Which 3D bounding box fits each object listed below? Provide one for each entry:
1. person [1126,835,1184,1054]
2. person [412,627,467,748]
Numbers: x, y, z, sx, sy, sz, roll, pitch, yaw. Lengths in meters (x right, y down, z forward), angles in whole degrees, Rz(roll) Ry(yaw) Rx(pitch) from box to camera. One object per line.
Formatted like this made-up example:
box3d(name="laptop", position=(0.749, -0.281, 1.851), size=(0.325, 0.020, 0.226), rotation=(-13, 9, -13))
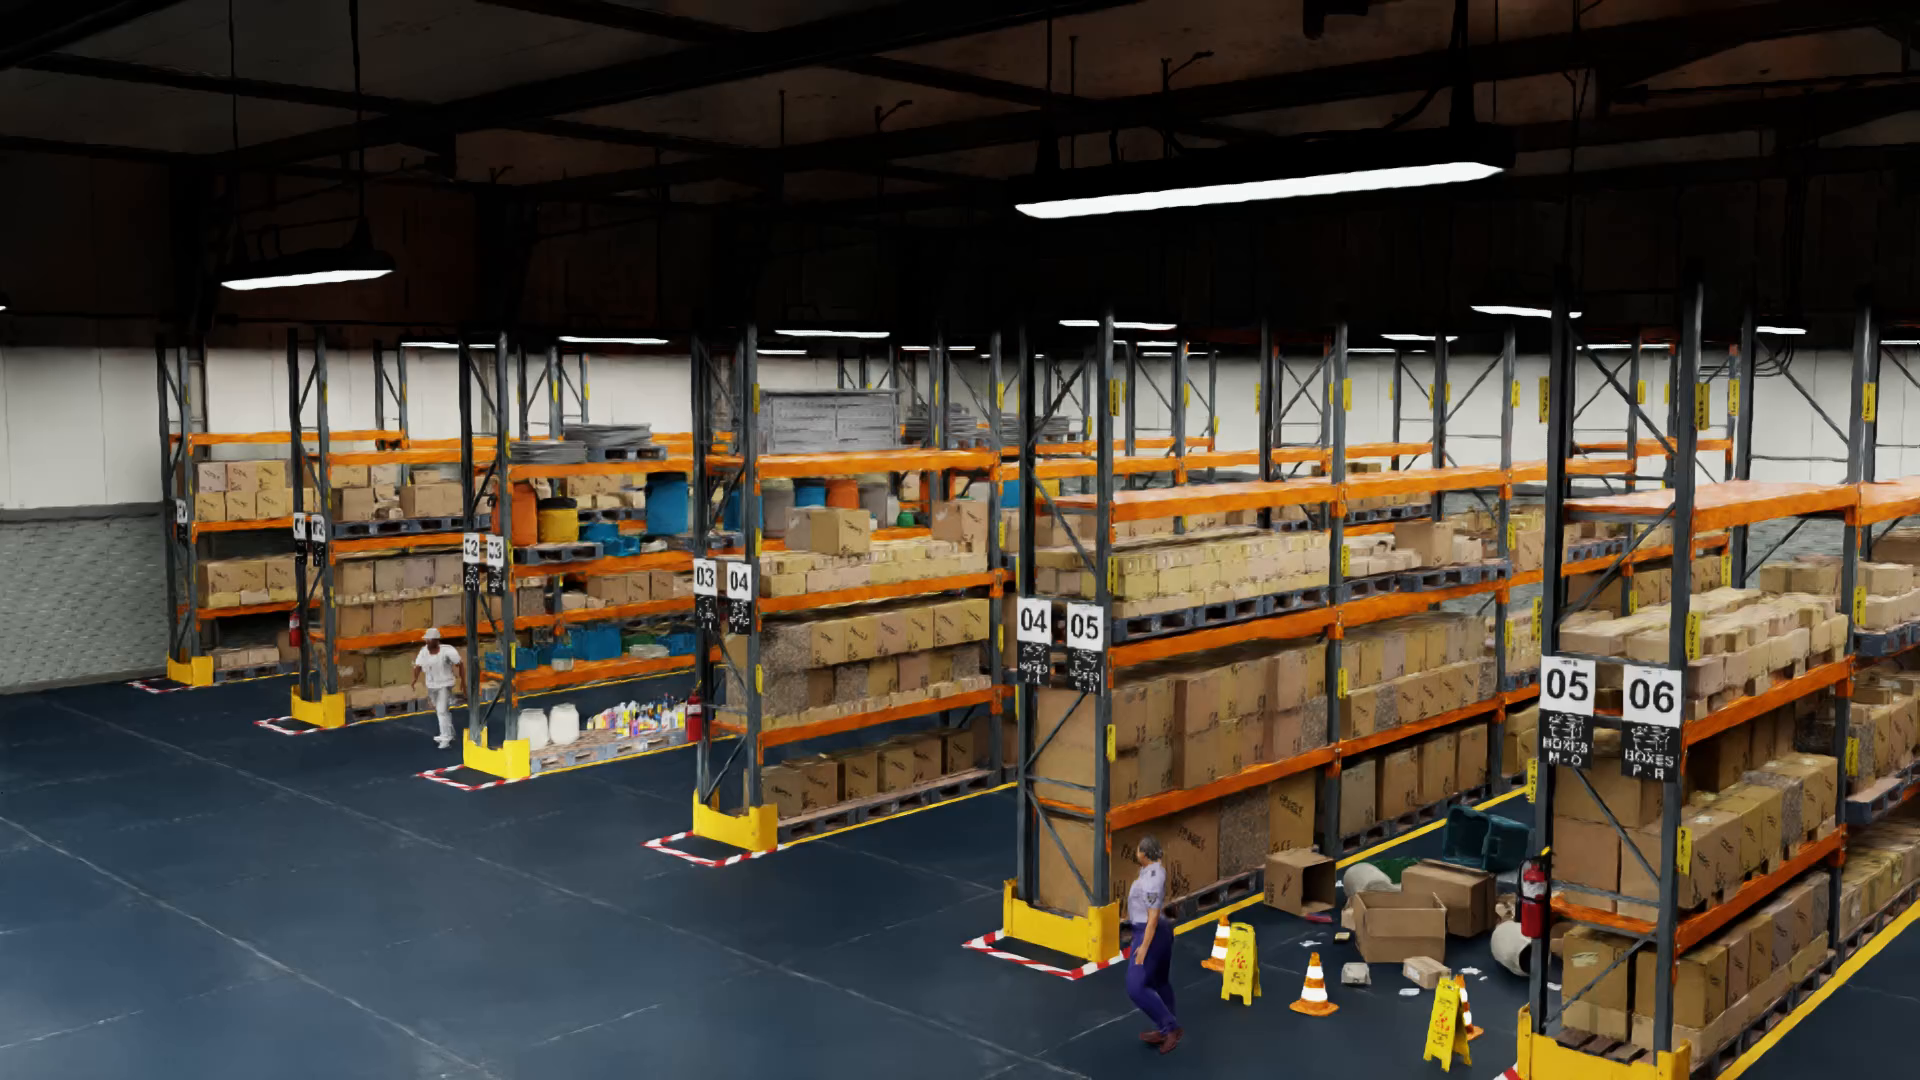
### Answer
box3d(name="person", position=(1.530, 3.145, 12.931), size=(0.454, 1.609, 0.648), rotation=(1, 5, 10))
box3d(name="person", position=(-7.428, 2.079, 23.753), size=(0.708, 1.701, 0.797), rotation=(2, 6, 23))
